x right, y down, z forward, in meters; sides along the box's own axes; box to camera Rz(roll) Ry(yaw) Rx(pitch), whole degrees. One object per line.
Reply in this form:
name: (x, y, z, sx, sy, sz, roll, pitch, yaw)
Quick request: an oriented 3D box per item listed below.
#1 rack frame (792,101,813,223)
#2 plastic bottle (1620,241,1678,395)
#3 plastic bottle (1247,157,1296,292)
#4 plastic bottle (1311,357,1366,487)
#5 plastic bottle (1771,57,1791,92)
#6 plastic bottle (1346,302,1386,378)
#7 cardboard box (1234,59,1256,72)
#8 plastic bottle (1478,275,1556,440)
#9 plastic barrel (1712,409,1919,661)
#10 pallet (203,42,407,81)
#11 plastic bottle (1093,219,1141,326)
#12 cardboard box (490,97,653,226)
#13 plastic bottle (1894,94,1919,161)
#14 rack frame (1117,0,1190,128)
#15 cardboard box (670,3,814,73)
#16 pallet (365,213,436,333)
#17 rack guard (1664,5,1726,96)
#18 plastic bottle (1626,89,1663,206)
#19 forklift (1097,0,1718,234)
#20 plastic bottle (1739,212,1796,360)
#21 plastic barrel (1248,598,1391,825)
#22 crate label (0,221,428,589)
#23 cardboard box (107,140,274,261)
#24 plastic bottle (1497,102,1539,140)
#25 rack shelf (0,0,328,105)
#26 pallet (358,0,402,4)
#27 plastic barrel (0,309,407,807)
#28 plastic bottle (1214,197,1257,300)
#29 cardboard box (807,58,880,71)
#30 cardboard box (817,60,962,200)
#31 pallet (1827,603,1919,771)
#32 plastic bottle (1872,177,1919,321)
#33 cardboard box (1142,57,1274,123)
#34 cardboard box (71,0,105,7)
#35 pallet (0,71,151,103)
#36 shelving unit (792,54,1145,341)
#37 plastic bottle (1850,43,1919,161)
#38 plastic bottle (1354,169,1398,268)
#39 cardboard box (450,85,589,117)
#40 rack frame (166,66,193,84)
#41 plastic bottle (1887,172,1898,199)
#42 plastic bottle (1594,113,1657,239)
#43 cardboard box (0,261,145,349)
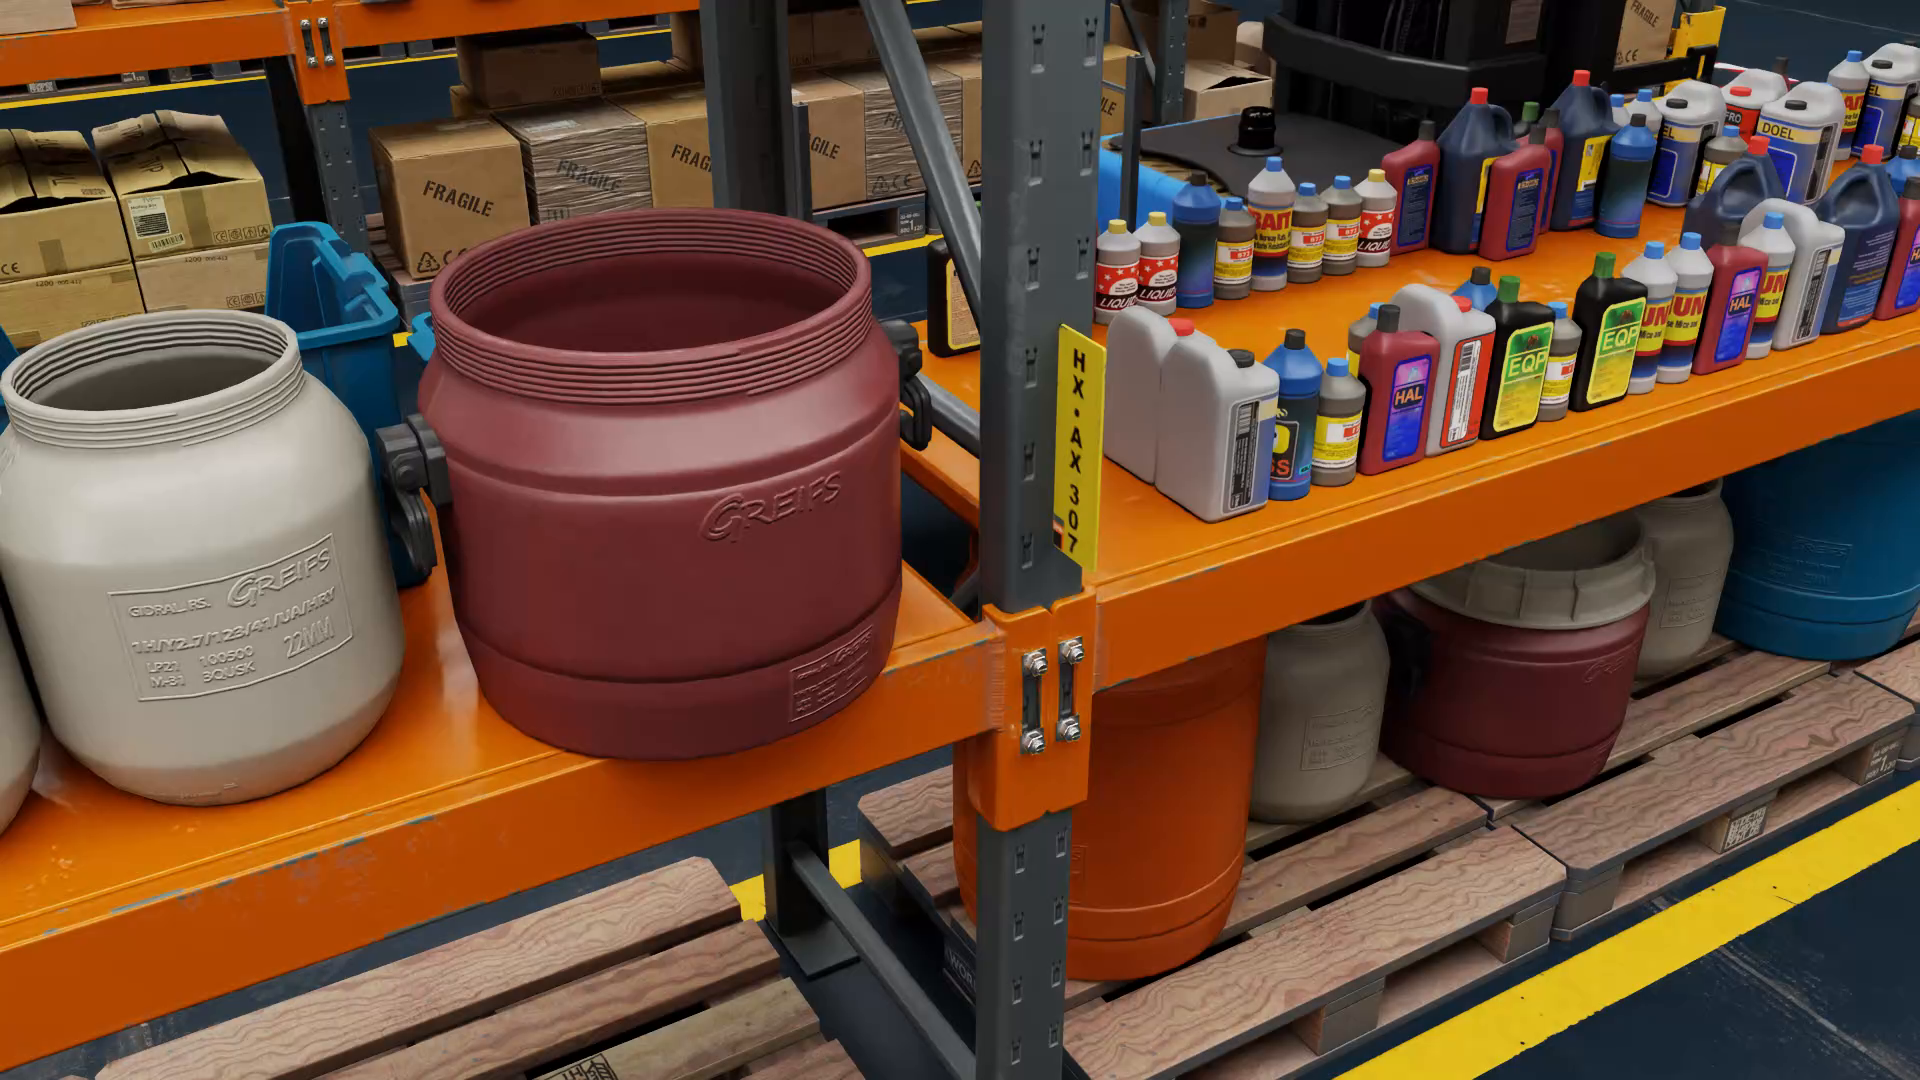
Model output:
rack frame: (-0.512, -0.511, 4.624, 0.032, 1.500, 0.500, -16, 33, -26)
plastic bottle: (1.234, -0.407, 3.015, 0.097, 0.271, 0.097, 0, 29, 0)
plastic bottle: (0.647, -0.665, 3.484, 0.097, 0.271, 0.097, 0, 29, 0)
plastic bottle: (0.605, -0.197, 2.709, 0.097, 0.201, 0.097, 0, 29, 0)
plastic bottle: (2.021, -1.071, 4.207, 0.133, 0.283, 0.061, -16, 33, -26)
plastic bottle: (0.727, -0.317, 2.926, 0.097, 0.201, 0.097, 0, 29, 0)
cardboard box: (1.454, -2.635, 9.415, 0.250, 0.149, 0.380, -16, 33, -26)
plastic bottle: (0.945, -0.319, 2.845, 0.133, 0.283, 0.061, -16, 33, -26)
plastic barrel: (2.231, -0.217, 4.276, 0.708, 0.901, 0.600, -16, 33, -26)
pallet: (-4.430, -3.340, 11.084, 1.213, 0.211, 1.003, -16, 33, -26)
plastic bottle: (0.311, -0.539, 3.328, 0.097, 0.201, 0.097, 0, 29, 0)
cardboard box: (-1.650, -1.558, 7.100, 0.500, 0.500, 0.500, -17, 33, -28)
plastic bottle: (2.491, -1.073, 4.295, 0.097, 0.201, 0.097, 0, 29, 0)
rack frame: (0.813, -3.316, 8.154, 0.127, 3.000, 1.000, -16, 33, -26)
cardboard box: (-1.022, -2.358, 7.773, 0.500, 0.250, 0.500, -17, 33, -27)
pallet: (-1.973, -1.283, 7.356, 1.213, 0.211, 1.003, -16, 33, -26)
rack guard: (4.196, -3.182, 10.498, 0.348, 0.500, 1.175, -16, 33, -26)
plastic bottle: (1.615, -0.940, 3.982, 0.097, 0.271, 0.097, 0, 29, 0)
forklift: (1.876, -1.796, 5.472, 3.031, 2.935, 1.130, -16, 33, -26)
plastic bottle: (1.517, -0.487, 3.161, 0.097, 0.271, 0.097, 0, 29, 0)
plastic barrel: (0.726, 0.331, 3.686, 0.421, 0.512, 0.421, 0, 29, 0)
crate label: (-1.123, -0.157, 2.394, 0.616, 0.435, 0.502, -16, 33, -26)
cardboard box: (-2.962, -1.331, 6.389, 0.500, 0.311, 0.500, -15, 32, -25)
plastic bottle: (1.263, -0.856, 3.817, 0.133, 0.283, 0.061, -16, 33, -26)
rack shelf: (-4.360, -1.532, 5.666, 4.000, 0.370, 1.077, -16, 33, -26)
pallet: (-2.087, -2.448, 6.780, 1.003, 0.211, 1.213, -16, 33, -26)
plastic barrel: (-0.908, 0.020, 1.994, 0.421, 0.512, 0.421, 0, 29, 0)
plastic bottle: (0.563, -0.611, 3.458, 0.097, 0.201, 0.097, 0, 29, 0)
cardboard box: (-0.616, -2.143, 8.160, 0.500, 0.500, 0.500, -15, 32, -26)
cardboard box: (-0.330, -1.934, 7.781, 0.500, 0.500, 0.500, -15, 32, -26)
pallet: (2.633, 0.141, 4.776, 1.213, 0.211, 1.003, -16, 33, -26)
plastic bottle: (1.901, -0.591, 3.337, 0.133, 0.283, 0.061, -16, 33, -26)
cardboard box: (1.285, -2.344, 8.720, 0.500, 0.311, 0.500, -16, 33, -26)
cardboard box: (-3.505, -2.159, 6.151, 0.500, 0.311, 0.500, -16, 33, -27)
pallet: (-5.823, -2.988, 10.445, 1.213, 0.211, 1.003, -16, 33, -26)
shelving unit: (-0.066, -0.638, 4.854, 1.083, 1.500, 0.587, -16, 33, -26)
plastic bottle: (2.412, -1.153, 4.363, 0.135, 0.276, 0.152, -16, 33, -26)
plastic bottle: (0.899, -0.706, 3.630, 0.097, 0.201, 0.097, 0, 29, 0)
cardboard box: (-1.948, -1.762, 7.469, 0.500, 0.500, 0.500, -15, 32, -24)
rack frame: (-5.148, -4.399, 10.117, 0.127, 3.000, 1.000, -16, 33, -26)
plastic bottle: (1.846, -0.614, 3.392, 0.097, 0.271, 0.097, 0, 29, 0)
plastic bottle: (1.520, -0.832, 3.787, 0.097, 0.271, 0.097, 0, 29, 0)
cardboard box: (-3.408, -0.959, 6.294, 0.500, 0.250, 0.500, -16, 33, -27)
